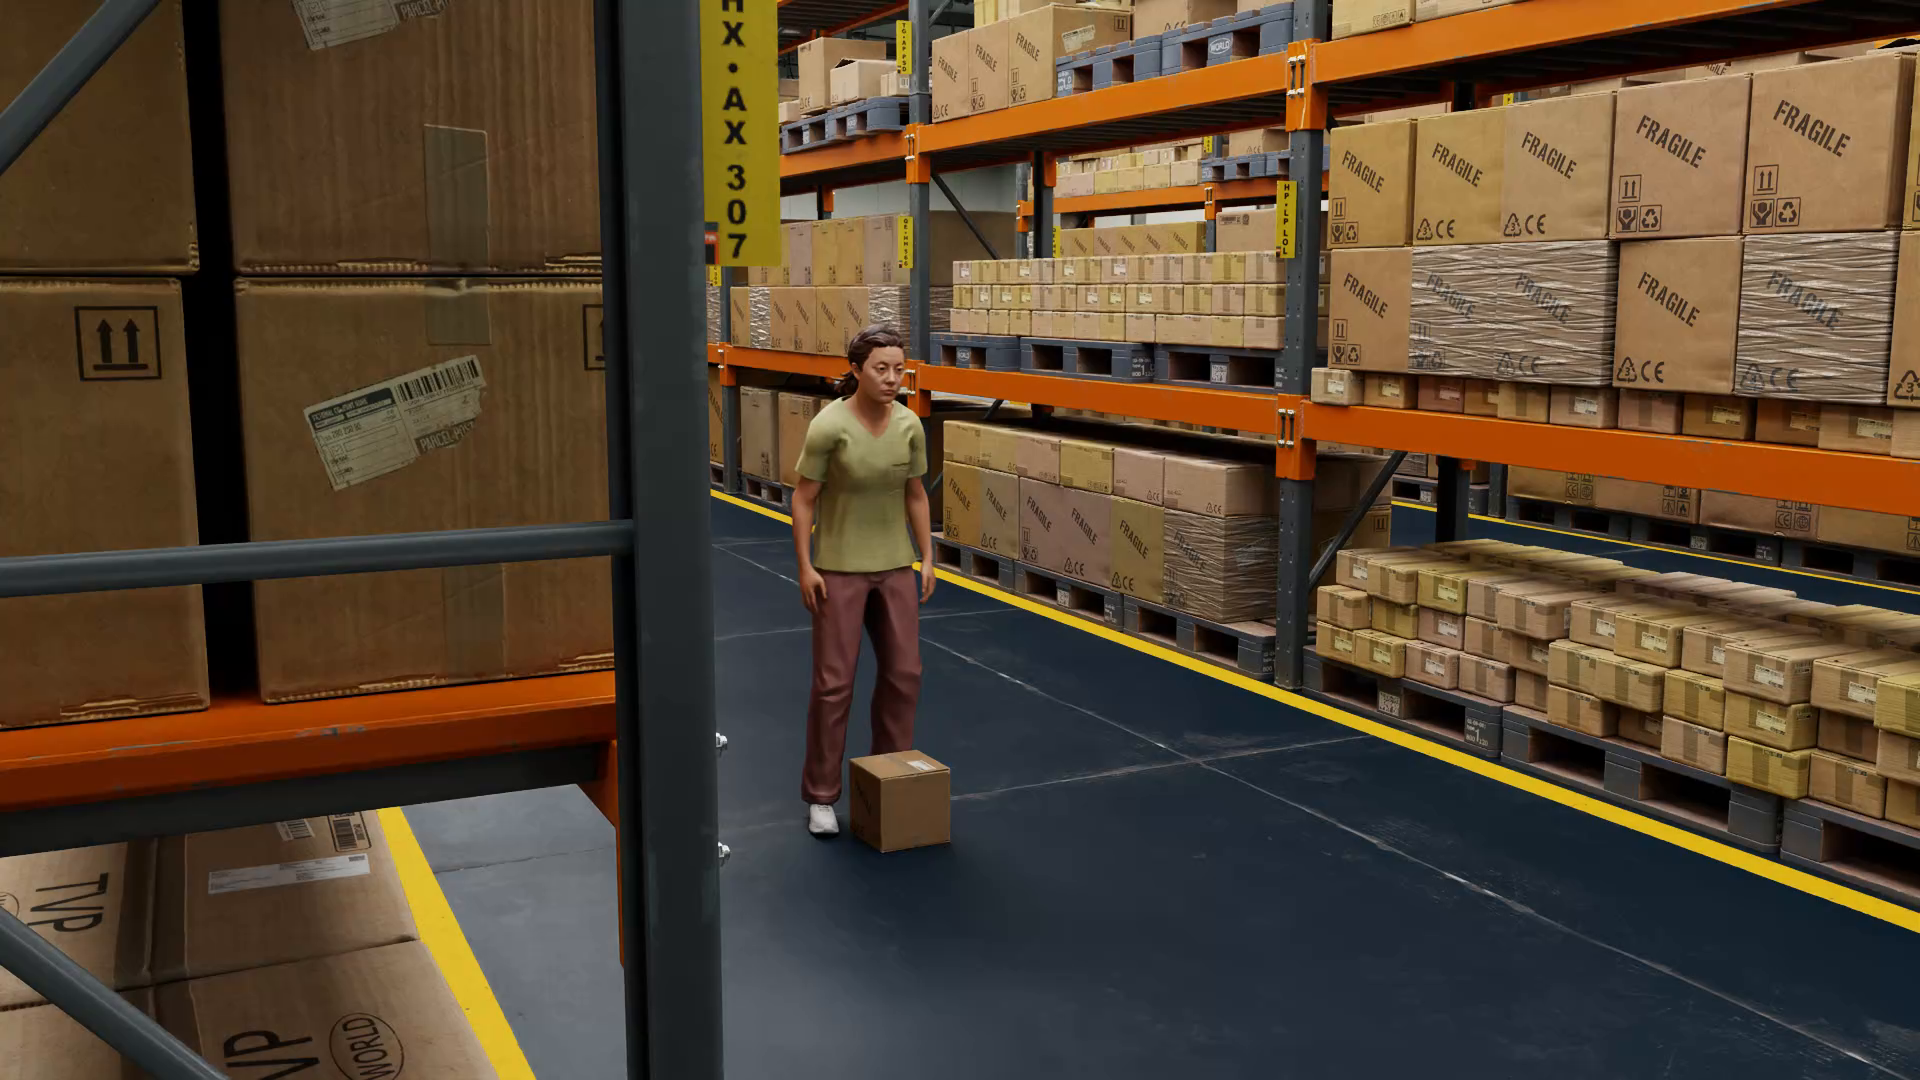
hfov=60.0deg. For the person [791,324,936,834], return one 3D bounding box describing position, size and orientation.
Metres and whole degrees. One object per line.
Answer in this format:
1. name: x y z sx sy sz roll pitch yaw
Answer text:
1. person: -0.309 0.118 5.568 0.513 1.673 0.355 -5 10 -28
